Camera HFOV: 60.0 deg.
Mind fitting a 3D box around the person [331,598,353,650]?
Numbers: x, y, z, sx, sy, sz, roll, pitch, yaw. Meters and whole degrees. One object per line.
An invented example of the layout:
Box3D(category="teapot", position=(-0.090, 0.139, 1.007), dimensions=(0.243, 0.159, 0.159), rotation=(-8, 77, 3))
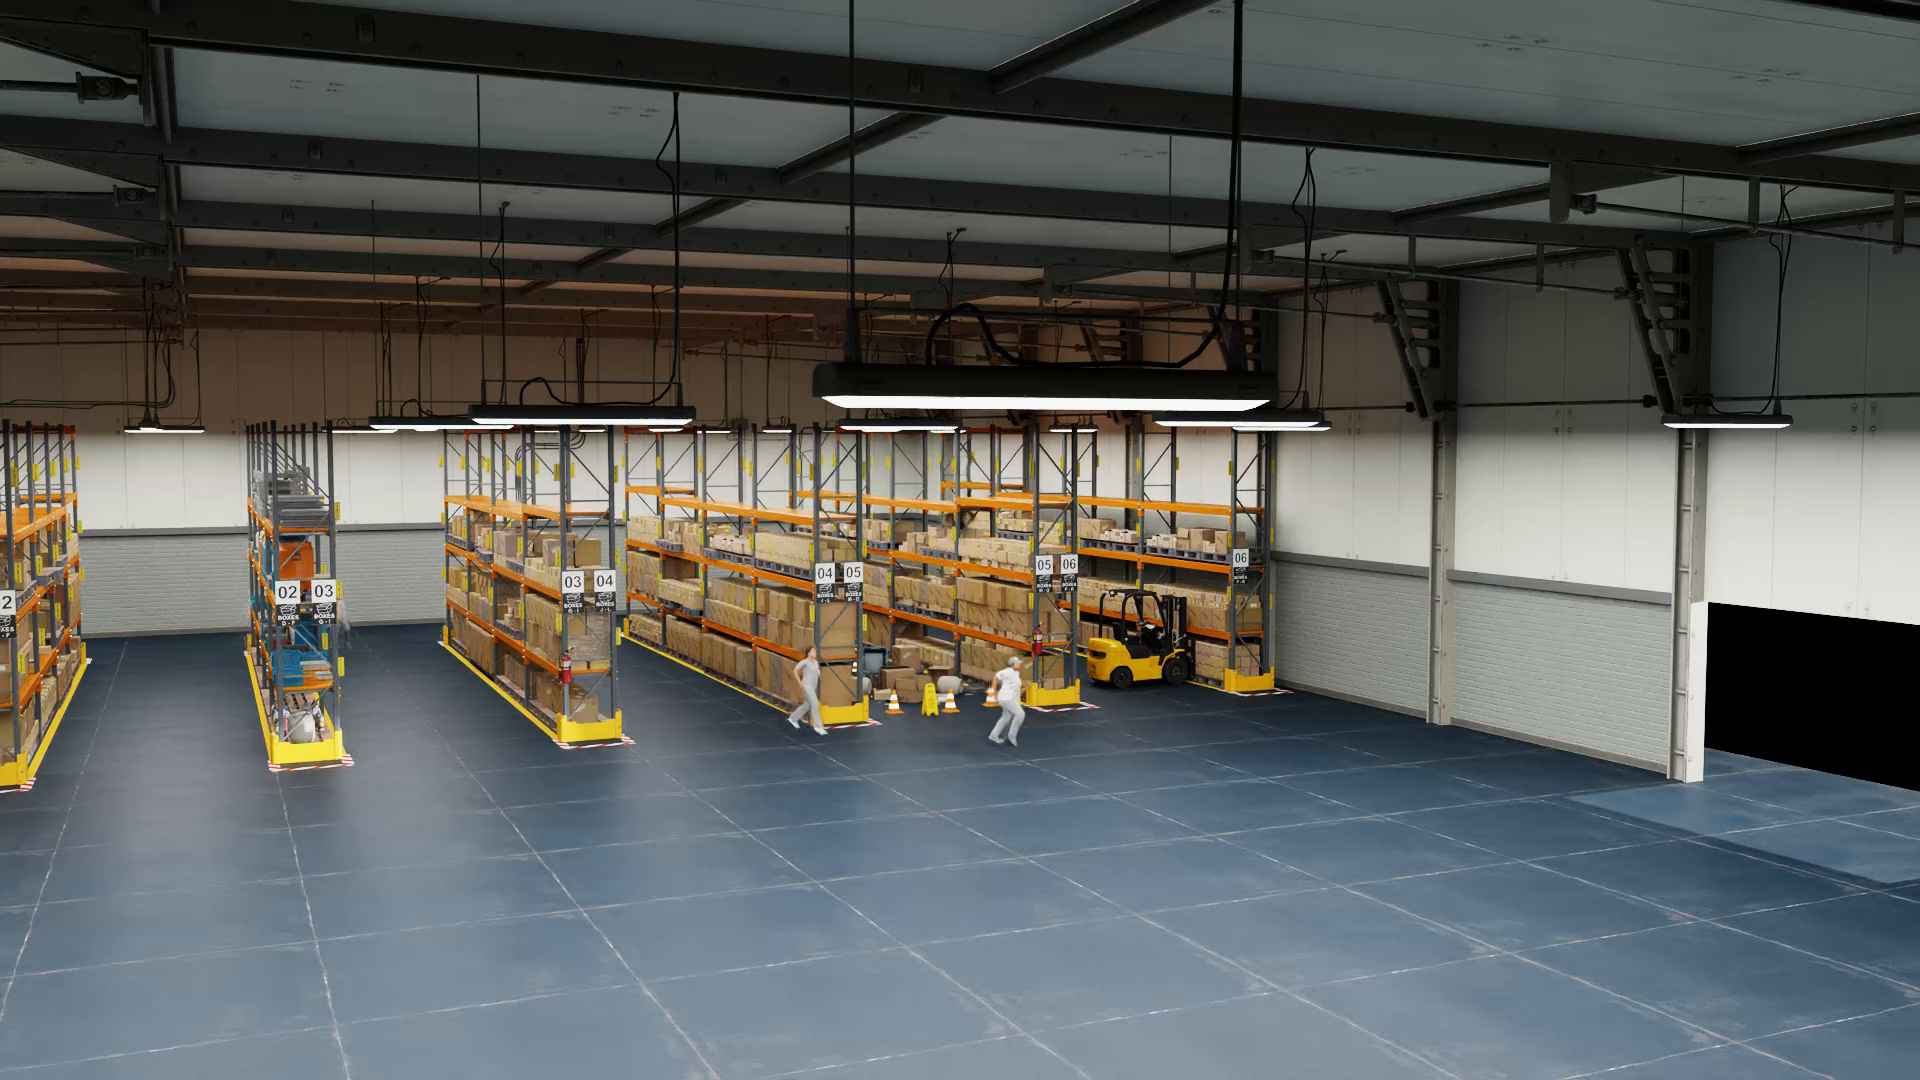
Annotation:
Box3D(category="person", position=(-16.695, 2.075, 44.477), dimensions=(0.683, 1.799, 0.650), rotation=(2, 4, 34))

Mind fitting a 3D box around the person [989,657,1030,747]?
Box3D(category="person", position=(0.898, 2.978, 30.710), dimensions=(0.796, 1.662, 0.630), rotation=(1, 4, 22))

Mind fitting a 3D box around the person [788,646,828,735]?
Box3D(category="person", position=(-2.921, 2.877, 32.133), dimensions=(0.931, 1.684, 0.579), rotation=(2, 4, 26))
